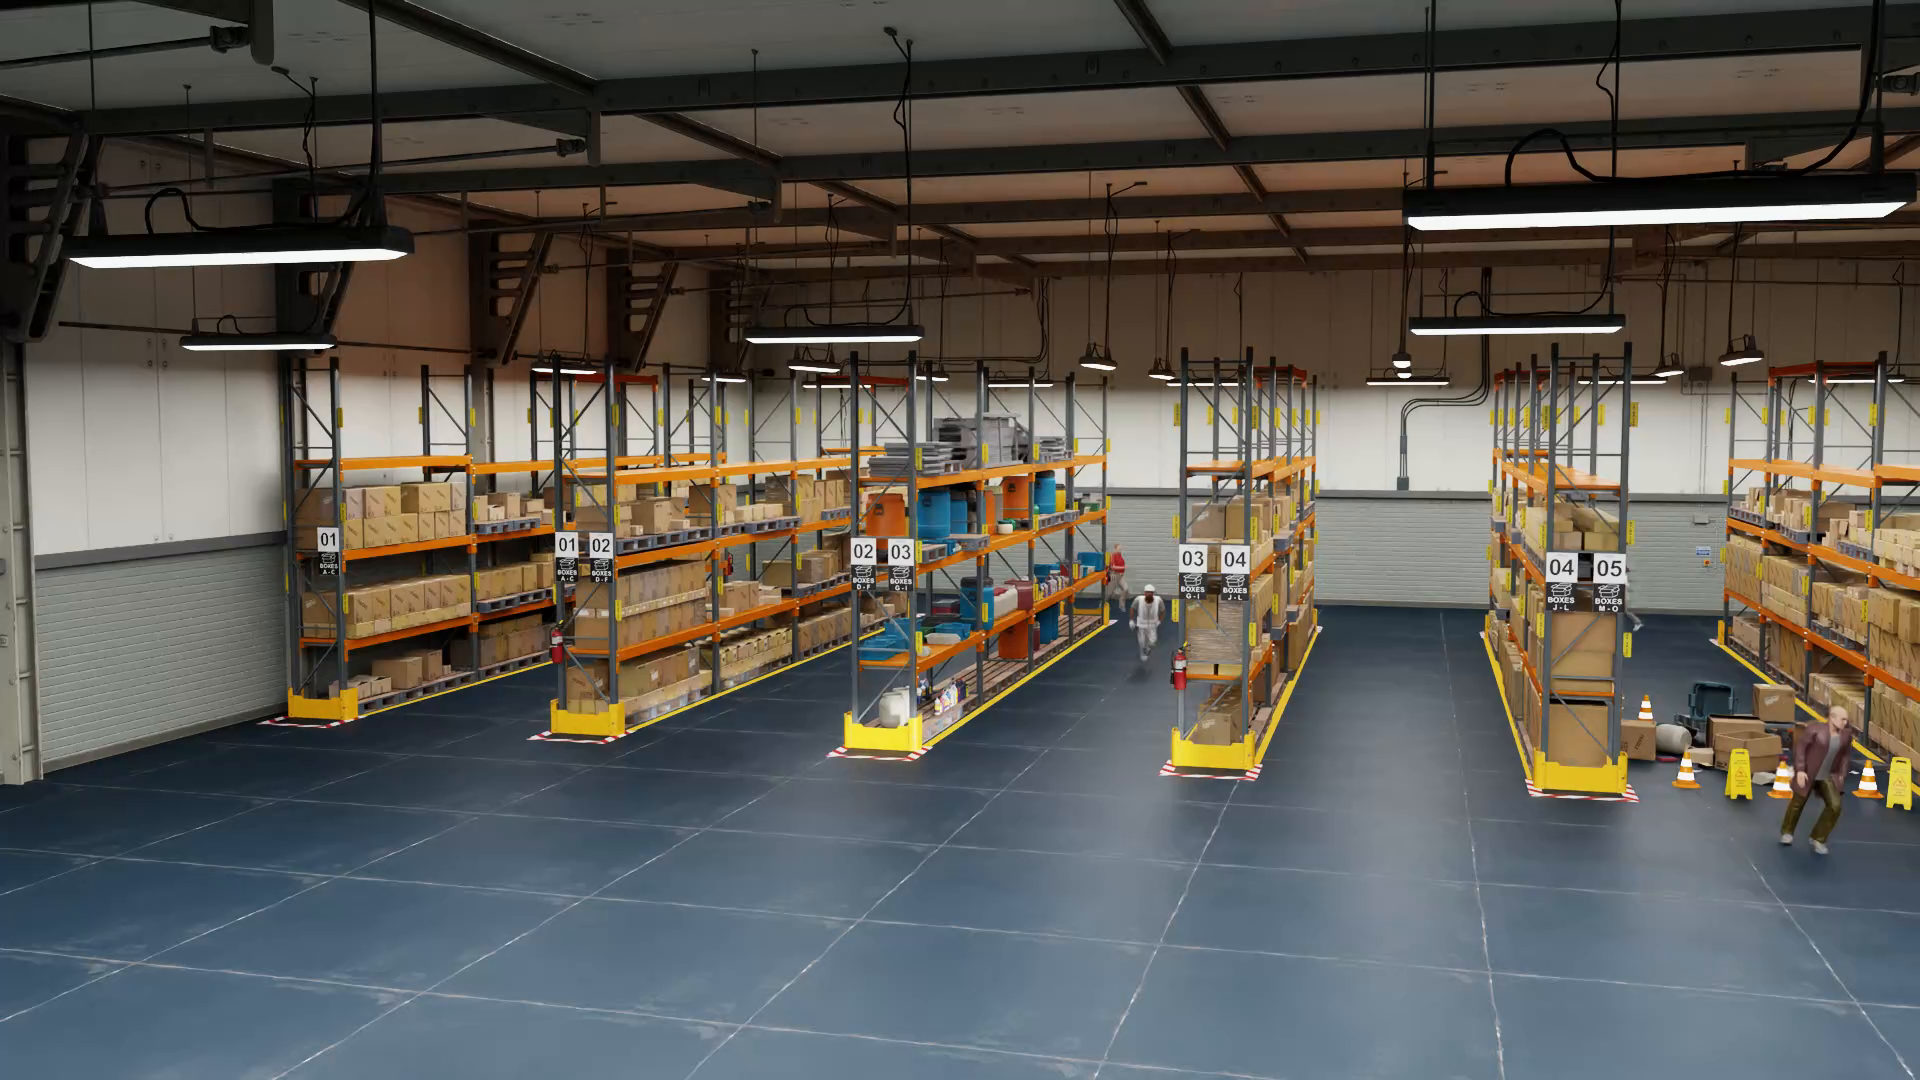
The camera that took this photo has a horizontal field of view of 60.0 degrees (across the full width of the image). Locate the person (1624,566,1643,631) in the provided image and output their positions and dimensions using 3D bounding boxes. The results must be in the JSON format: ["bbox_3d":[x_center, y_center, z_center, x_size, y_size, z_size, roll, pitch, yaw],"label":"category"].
[{"bbox_3d":[15.334,1.356,38.486,0.887,1.592,0.541,1,4,8],"label":"person"}]

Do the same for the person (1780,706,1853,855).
[{"bbox_3d":[9.965,2.742,19.324,0.693,1.713,0.678,0,4,1],"label":"person"}]

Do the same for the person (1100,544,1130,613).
[{"bbox_3d":[4.022,1.009,42.789,0.872,1.799,0.649,3,5,37],"label":"person"}]

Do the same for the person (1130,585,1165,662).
[{"bbox_3d":[3.663,1.632,32.454,0.674,1.574,0.721,0,4,-2],"label":"person"}]
